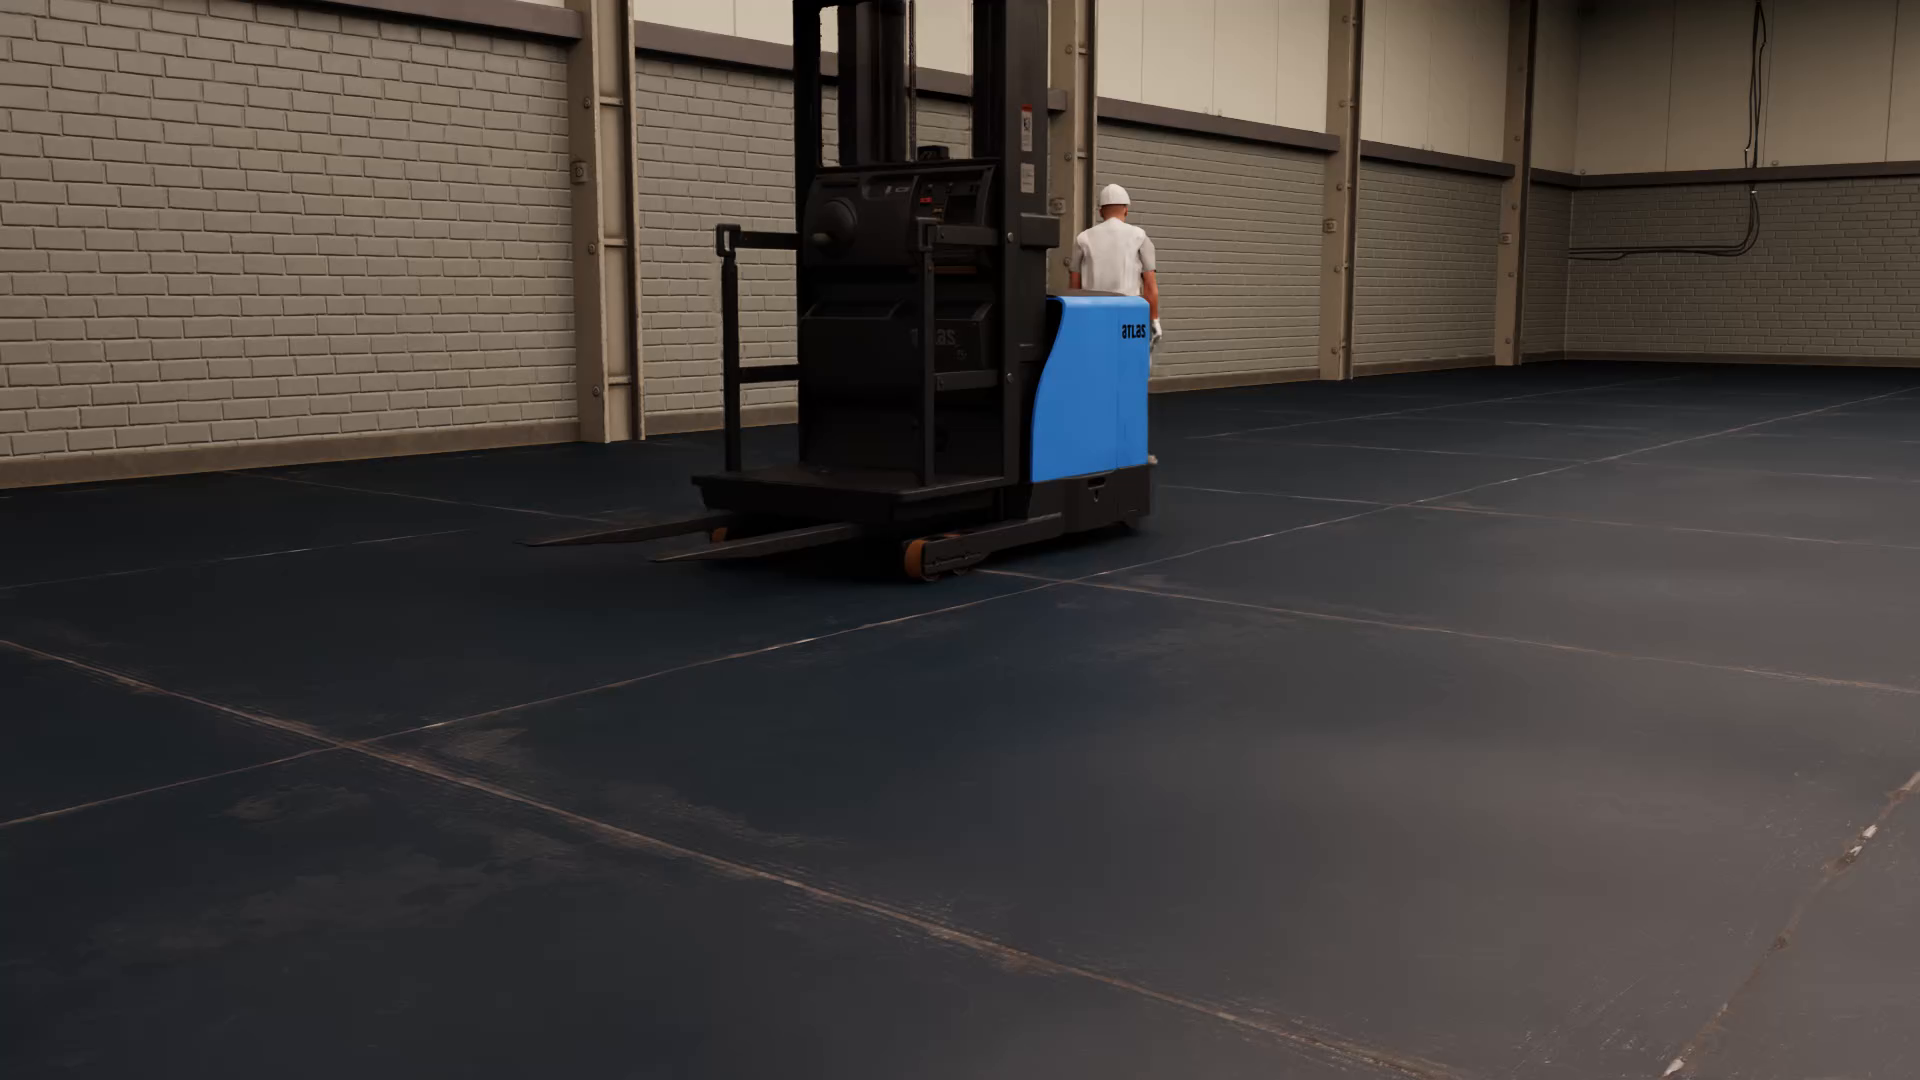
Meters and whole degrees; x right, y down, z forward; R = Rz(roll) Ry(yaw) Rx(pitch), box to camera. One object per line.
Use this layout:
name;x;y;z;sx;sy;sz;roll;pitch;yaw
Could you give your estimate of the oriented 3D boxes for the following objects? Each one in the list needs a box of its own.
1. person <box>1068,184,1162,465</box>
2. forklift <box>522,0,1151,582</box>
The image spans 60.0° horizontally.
person;0.976;-1.353;10.530;0.607;1.777;0.455;2;9;16
forklift;-0.380;-1.368;6.633;1.130;2.935;3.031;6;10;35
